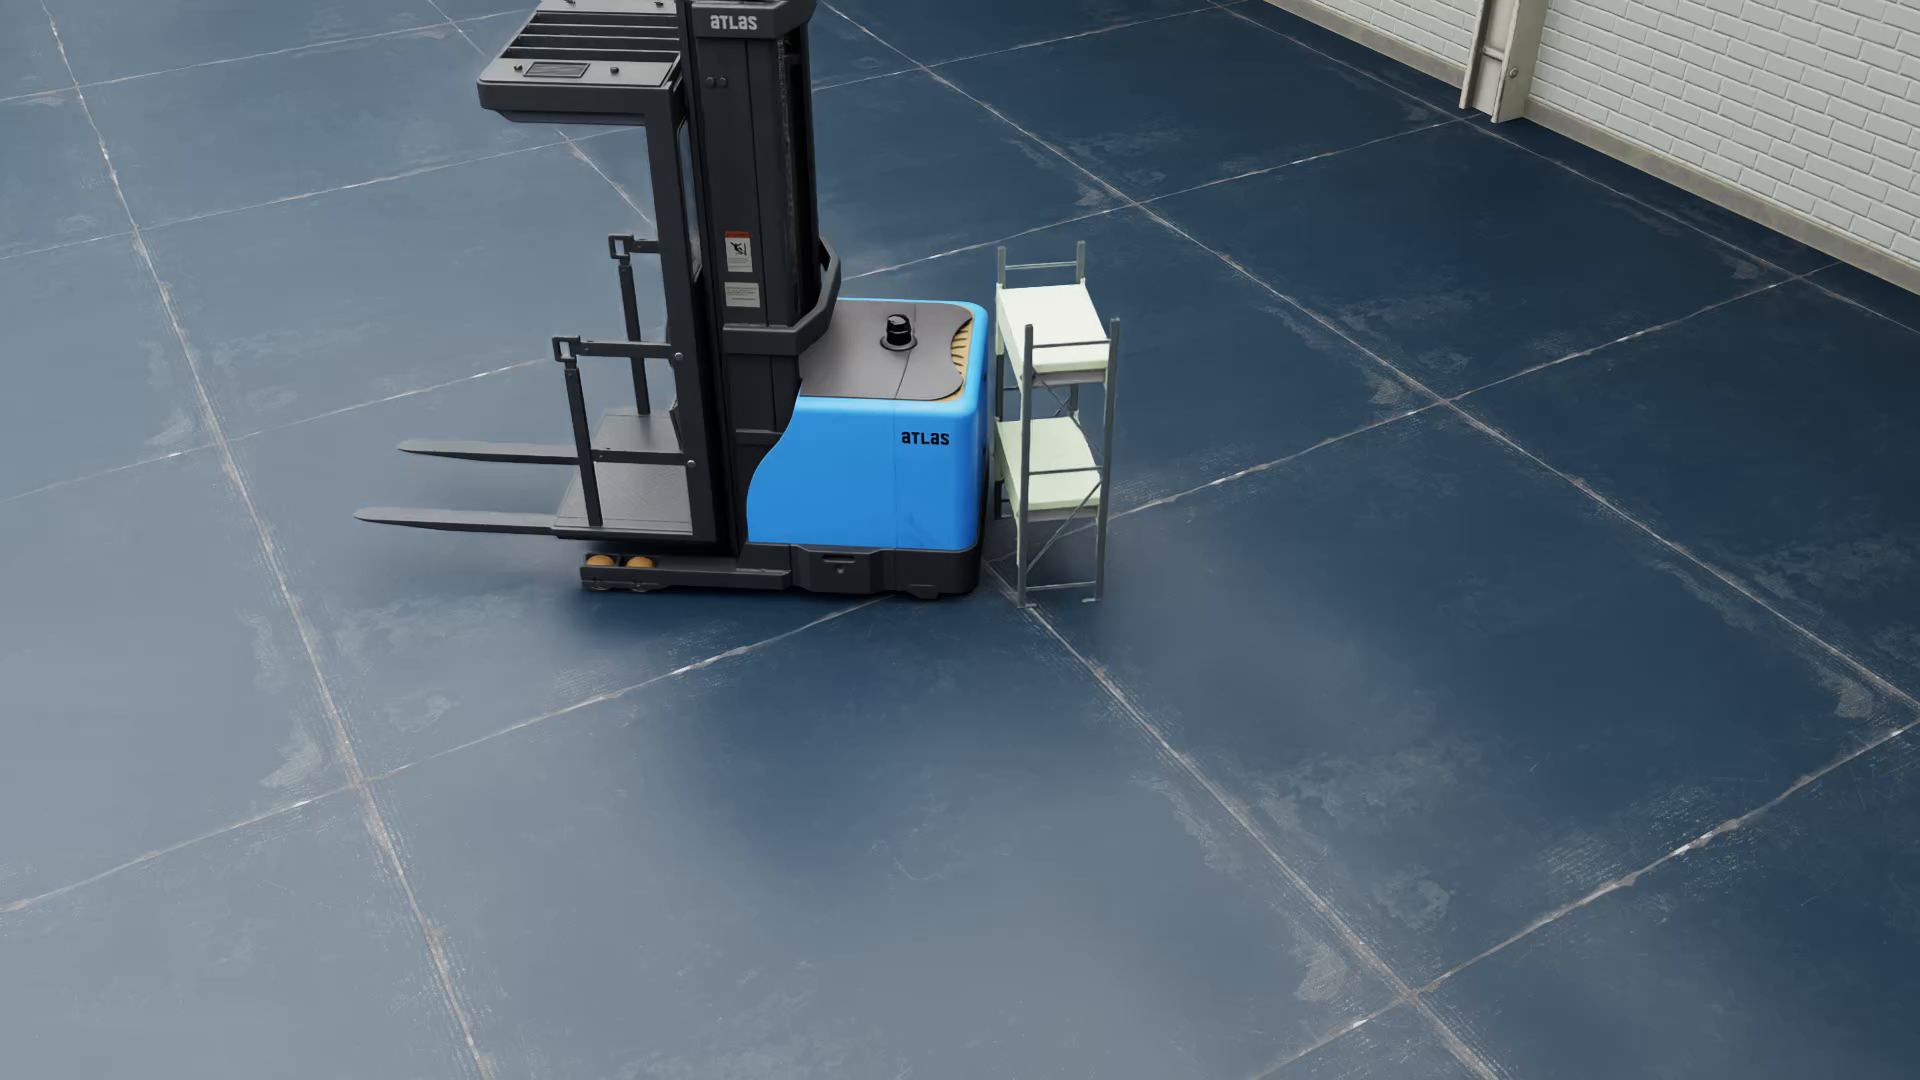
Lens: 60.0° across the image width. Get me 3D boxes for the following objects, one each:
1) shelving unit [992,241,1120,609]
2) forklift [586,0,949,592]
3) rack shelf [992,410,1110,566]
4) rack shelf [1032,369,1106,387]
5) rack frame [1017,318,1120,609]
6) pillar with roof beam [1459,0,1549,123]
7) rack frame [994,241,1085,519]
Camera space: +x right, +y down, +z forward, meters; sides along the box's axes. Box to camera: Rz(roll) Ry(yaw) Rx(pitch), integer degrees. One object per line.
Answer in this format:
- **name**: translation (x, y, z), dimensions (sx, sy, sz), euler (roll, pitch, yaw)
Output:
- **shelving unit**: translation (-8.583, -8.276, 18.310), dimensions (14.688, 1.500, 29.268), euler (-5, 36, -6)
- **forklift**: translation (-11.084, -13.353, 18.893), dimensions (24.583, 9.011, 32.329), euler (2, 36, 3)
- **rack shelf**: translation (-8.584, -7.921, 18.579), dimensions (14.688, 0.609, 29.250), euler (-5, 36, -6)
- **rack shelf**: translation (0.420, -0.891, 7.416), dimensions (0.332, 0.071, 0.664), euler (-5, 36, -6)
- **rack frame**: translation (0.470, -0.304, 7.395), dimensions (0.400, 1.500, 0.023), euler (-5, 36, -6)
- **pillar with roof beam**: translation (0.356, -5.649, 8.354), dimensions (9.100, 9.000, 0.400), euler (-19, 40, -24)
- **rack frame**: translation (0.370, -0.732, 7.981), dimensions (0.400, 1.500, 0.023), euler (-5, 36, -6)
